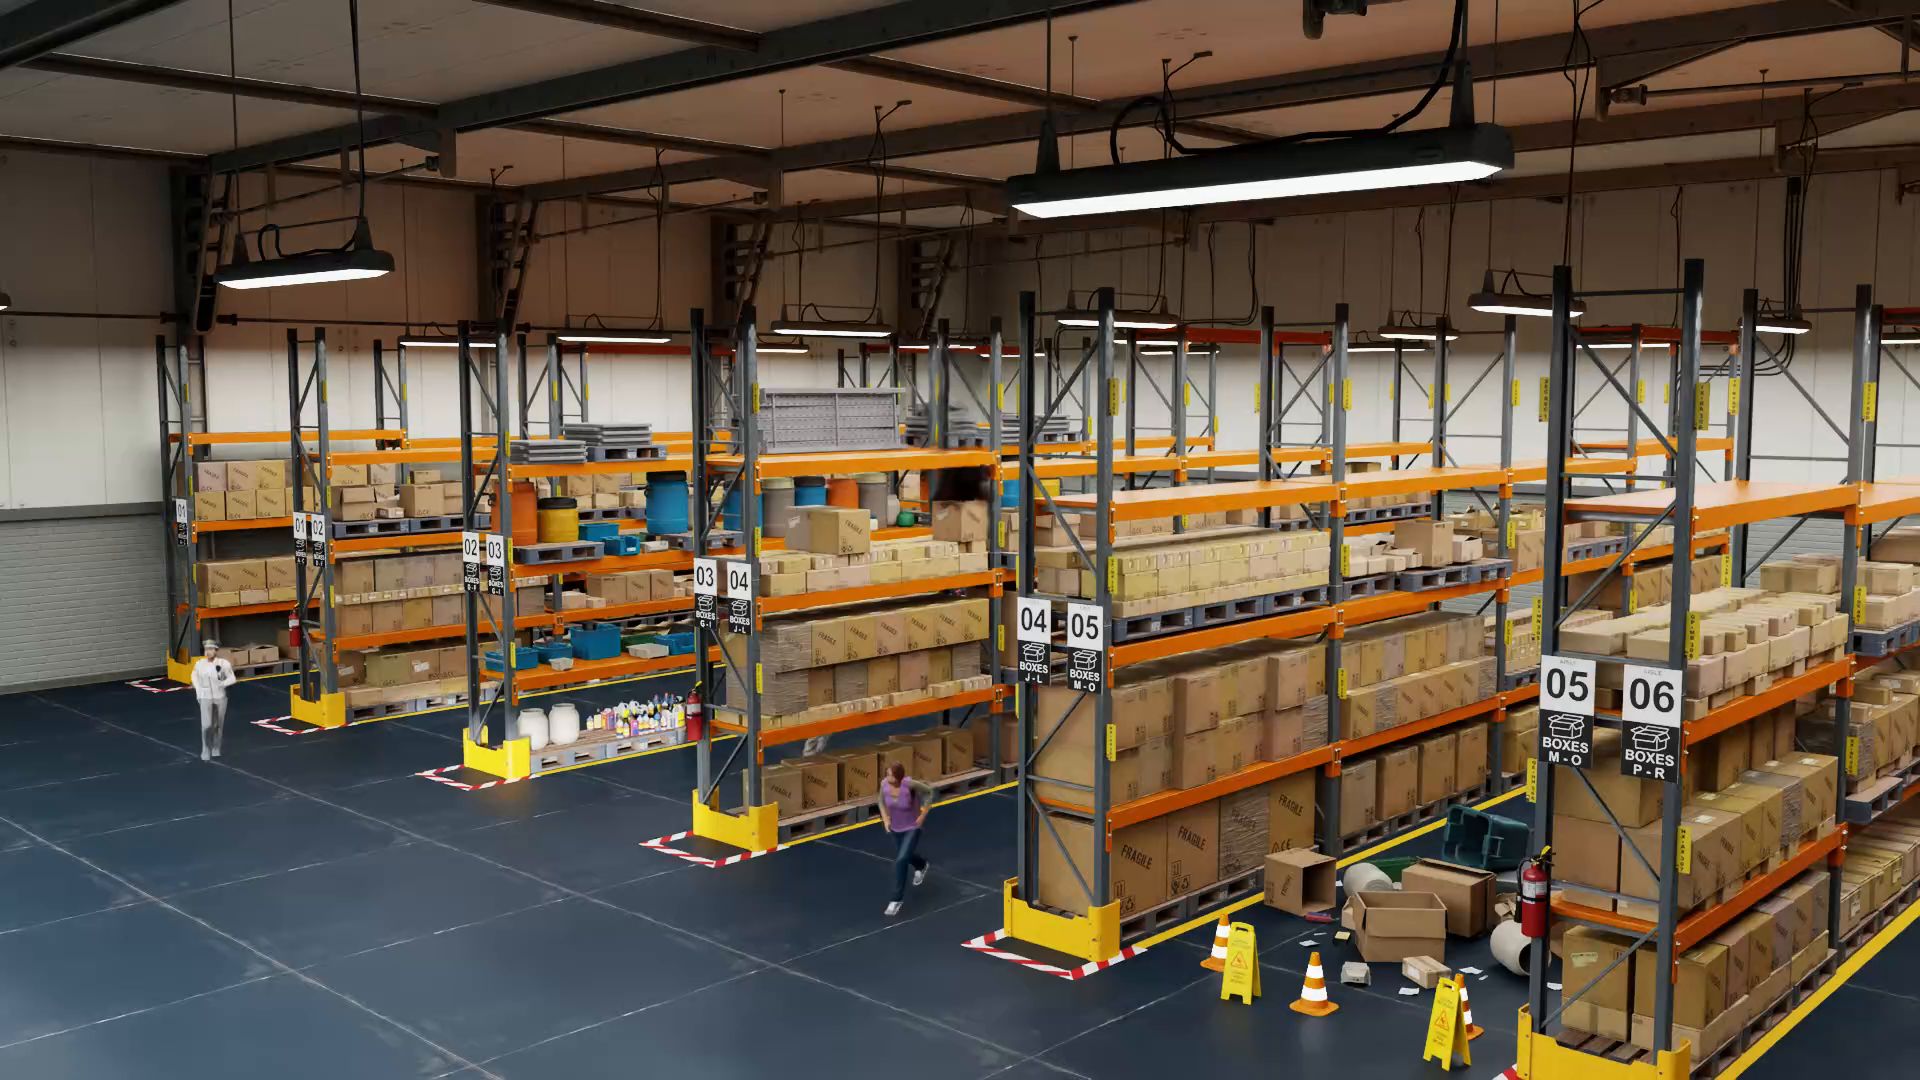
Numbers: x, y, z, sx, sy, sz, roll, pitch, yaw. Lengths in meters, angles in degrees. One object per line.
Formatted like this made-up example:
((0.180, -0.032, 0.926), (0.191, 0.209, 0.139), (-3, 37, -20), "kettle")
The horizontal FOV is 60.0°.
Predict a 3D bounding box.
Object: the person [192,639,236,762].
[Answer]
((-10.225, 2.195, 22.780), (0.587, 1.696, 0.642), (-2, 6, -18), "person")

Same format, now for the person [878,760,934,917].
((-0.502, 2.878, 16.496), (0.571, 1.546, 0.914), (2, 6, 19), "person")

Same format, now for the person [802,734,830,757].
((-2.003, 2.125, 22.687), (0.700, 1.767, 0.943), (3, 6, 25), "person")
